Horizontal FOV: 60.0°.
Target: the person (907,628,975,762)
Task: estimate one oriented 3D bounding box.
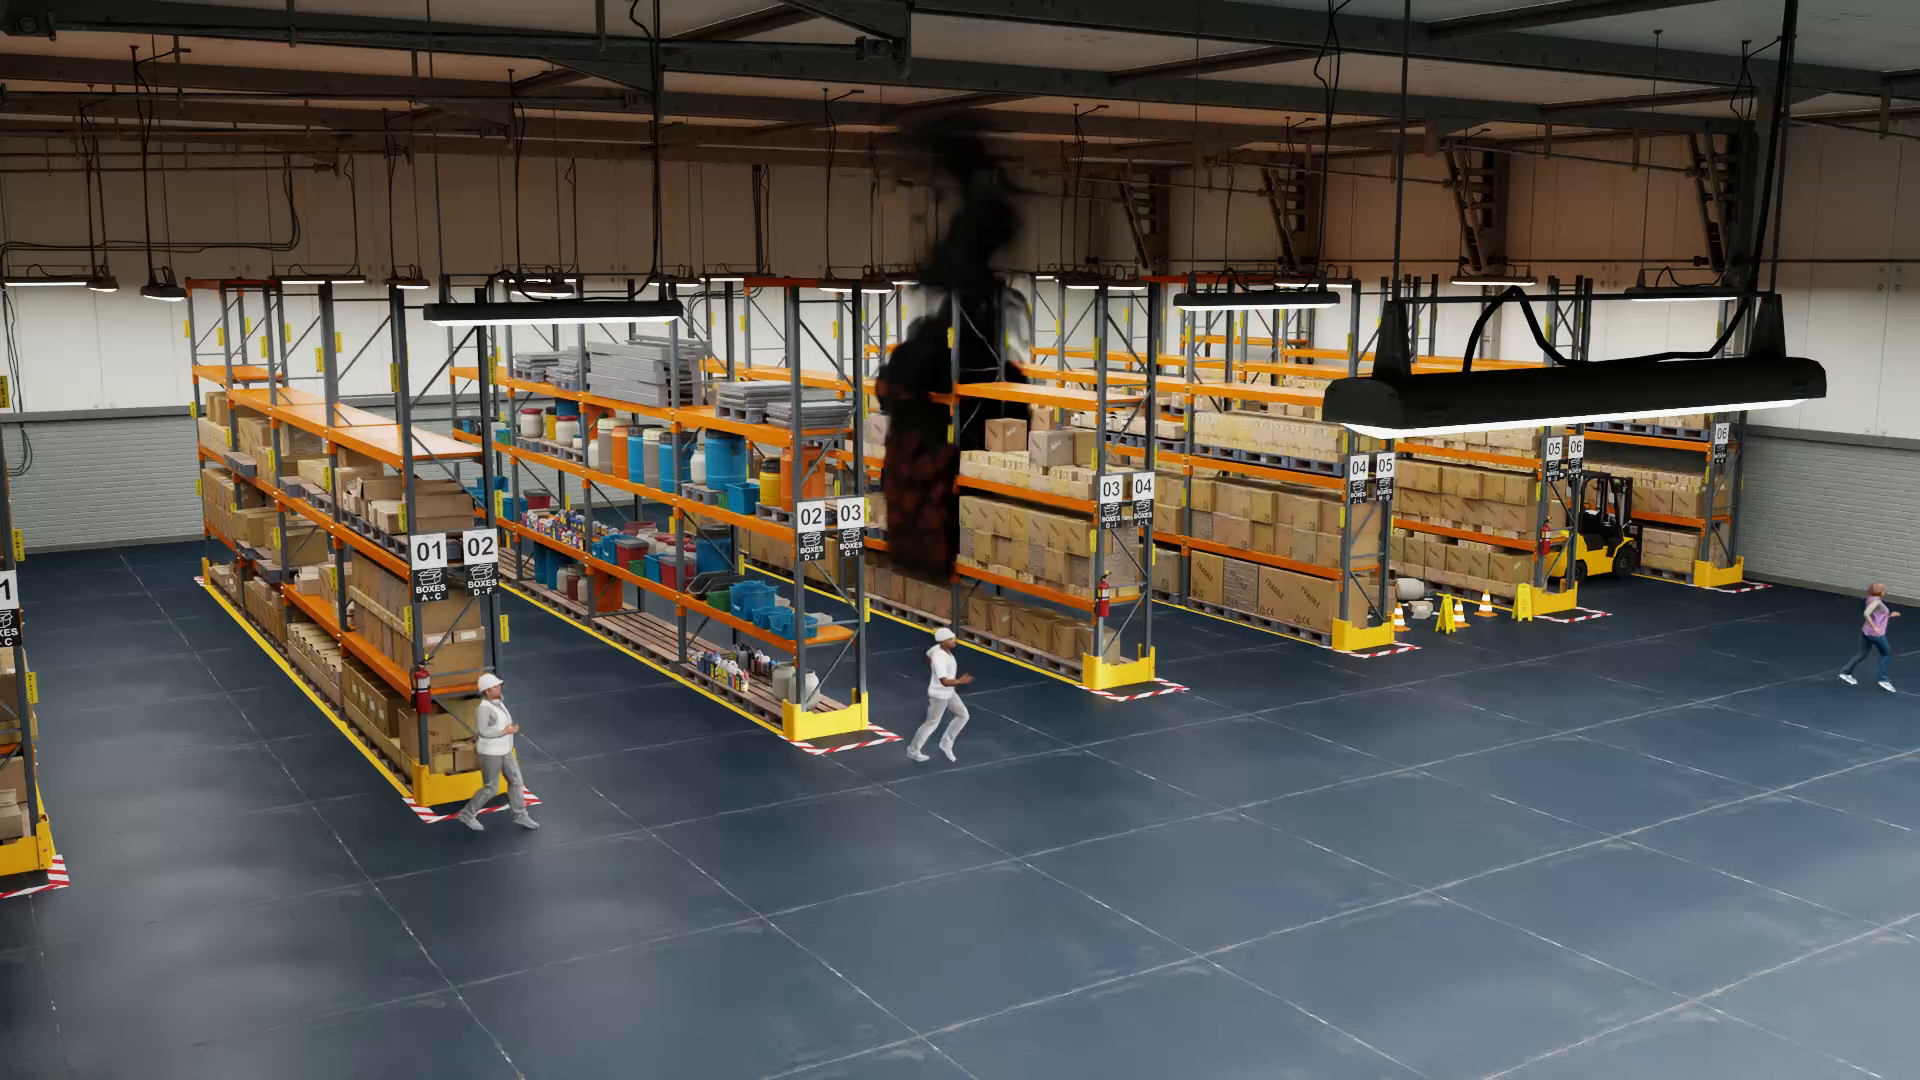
[{"bbox_3d":[-0.227,1.962,21.050,0.866,1.767,0.711,2,10,9],"label":"person"}]

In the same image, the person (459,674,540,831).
[{"bbox_3d":[-5.156,2.371,18.484,0.848,1.798,0.663,1,10,4],"label":"person"}]

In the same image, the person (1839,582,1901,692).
[{"bbox_3d":[13.516,1.426,24.652,0.757,1.636,0.514,1,10,7],"label":"person"}]
